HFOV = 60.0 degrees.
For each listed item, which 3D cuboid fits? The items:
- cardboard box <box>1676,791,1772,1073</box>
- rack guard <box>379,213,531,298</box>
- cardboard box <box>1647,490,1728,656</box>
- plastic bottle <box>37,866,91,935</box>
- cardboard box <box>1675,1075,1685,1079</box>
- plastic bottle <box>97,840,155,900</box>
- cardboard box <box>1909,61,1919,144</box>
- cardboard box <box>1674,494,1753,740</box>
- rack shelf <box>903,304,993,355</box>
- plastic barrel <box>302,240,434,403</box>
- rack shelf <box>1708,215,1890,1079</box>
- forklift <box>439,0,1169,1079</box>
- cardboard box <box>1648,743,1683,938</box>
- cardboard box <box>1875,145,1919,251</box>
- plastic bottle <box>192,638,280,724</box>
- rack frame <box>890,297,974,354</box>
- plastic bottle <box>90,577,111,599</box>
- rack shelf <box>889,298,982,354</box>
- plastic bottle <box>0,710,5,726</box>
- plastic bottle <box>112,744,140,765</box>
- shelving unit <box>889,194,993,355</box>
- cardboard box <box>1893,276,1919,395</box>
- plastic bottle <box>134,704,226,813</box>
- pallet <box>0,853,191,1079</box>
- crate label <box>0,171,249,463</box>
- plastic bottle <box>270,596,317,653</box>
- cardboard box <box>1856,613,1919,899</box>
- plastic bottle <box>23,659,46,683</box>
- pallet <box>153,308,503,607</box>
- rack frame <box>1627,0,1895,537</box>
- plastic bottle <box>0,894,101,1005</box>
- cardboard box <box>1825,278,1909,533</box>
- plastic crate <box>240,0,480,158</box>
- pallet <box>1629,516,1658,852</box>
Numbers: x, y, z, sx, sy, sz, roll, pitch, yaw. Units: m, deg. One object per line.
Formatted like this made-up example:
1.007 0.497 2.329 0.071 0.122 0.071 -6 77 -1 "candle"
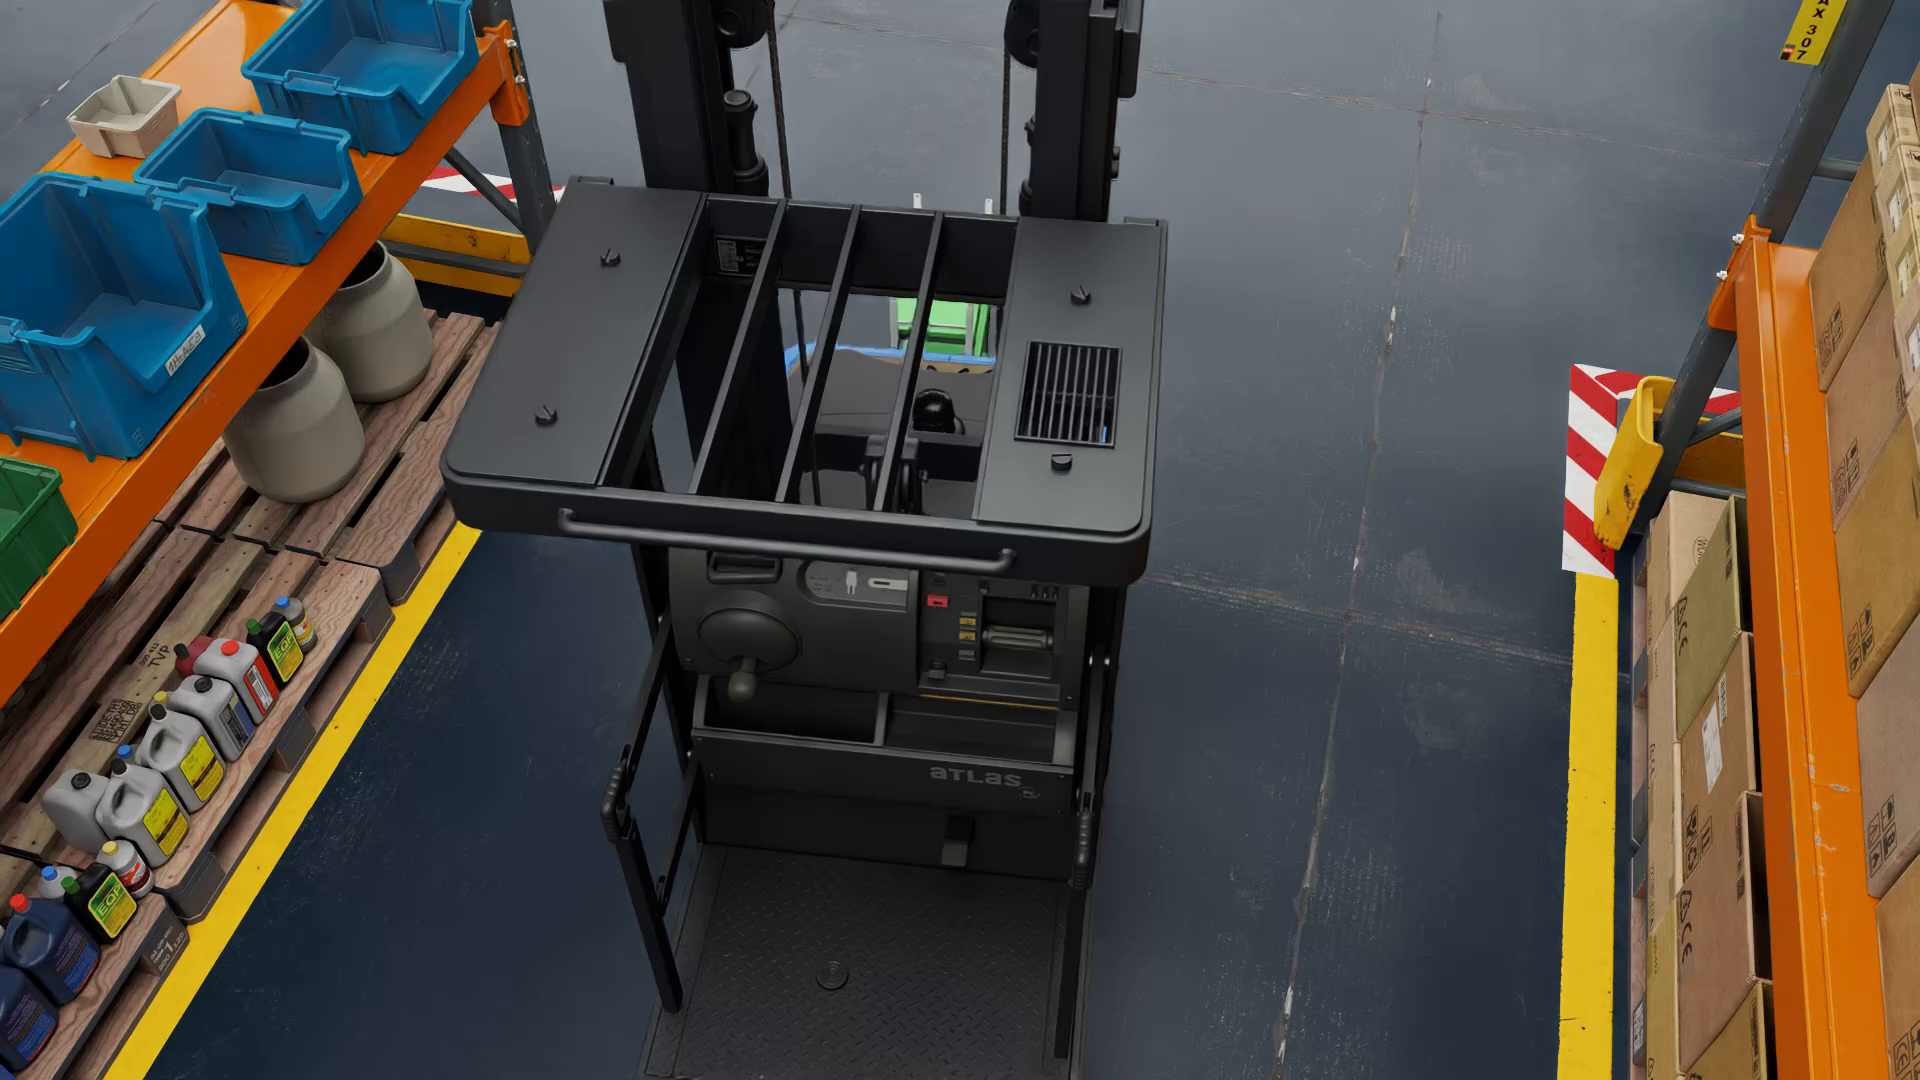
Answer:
2.035 0.986 3.933 0.500 0.500 0.500 12 50 10 "cardboard box"
-1.964 -1.054 6.347 1.175 0.500 0.348 12 50 10 "rack guard"
2.432 0.149 5.171 0.500 0.250 0.500 12 50 10 "cardboard box"
-2.378 0.953 4.435 0.097 0.271 0.097 0 49 0 "plastic bottle"
1.905 1.596 3.895 0.500 0.250 0.500 12 50 10 "cardboard box"
-2.283 0.889 4.537 0.097 0.201 0.097 0 49 0 "plastic bottle"
2.639 -1.054 3.748 0.700 0.500 0.500 12 50 10 "cardboard box"
2.302 0.263 4.571 0.500 0.500 0.500 12 50 10 "cardboard box"
-0.051 -0.580 5.227 0.258 0.148 0.480 5 49 5 "rack shelf"
-2.089 -0.770 5.808 0.421 0.512 0.421 0 49 0 "plastic barrel"
2.261 0.719 3.594 1.077 0.370 4.000 12 50 10 "rack shelf"
-0.206 0.294 3.536 1.130 2.935 3.031 5 49 5 "forklift"
2.172 0.873 4.532 0.500 0.250 0.500 12 50 10 "cardboard box"
2.410 -0.780 3.939 0.380 0.149 0.250 10 49 9 "cardboard box"
-2.143 0.402 4.918 0.152 0.276 0.135 12 50 10 "plastic bottle"
-0.081 -0.282 5.199 0.240 1.200 0.015 5 49 5 "rack frame"
-2.768 0.061 5.221 0.097 0.271 0.097 0 49 0 "plastic bottle"
-0.051 -0.739 5.047 0.258 0.148 0.480 5 49 5 "rack shelf"
-2.910 0.477 4.902 0.097 0.201 0.097 0 49 0 "plastic bottle"
-2.347 0.655 4.744 0.097 0.201 0.097 0 49 0 "plastic bottle"
-0.051 -0.464 5.359 0.258 1.200 0.503 5 49 5 "shelving unit"
2.274 -0.418 3.619 0.380 0.149 0.250 11 49 9 "cardboard box"
-2.219 0.598 4.695 0.144 0.351 0.185 13 50 12 "plastic bottle"
-2.826 1.393 4.380 1.003 0.211 1.213 12 50 10 "pallet"
-2.213 -0.573 4.231 0.502 0.435 0.616 12 50 10 "crate label"
-2.050 0.250 5.102 0.097 0.201 0.097 0 49 0 "plastic bottle"
2.248 0.457 3.279 0.700 0.500 0.500 13 50 11 "cardboard box"
-2.858 0.309 5.003 0.097 0.271 0.097 0 49 0 "plastic bottle"
-2.183 -0.372 5.938 1.003 0.211 1.213 12 50 10 "pallet"
2.788 -0.966 4.601 1.000 3.000 0.127 12 50 10 "rack frame"
-2.380 1.040 4.305 0.144 0.351 0.185 10 49 8 "plastic bottle"
2.519 -0.283 3.932 0.700 0.500 0.500 13 50 11 "cardboard box"
-1.833 -1.475 5.151 0.499 0.251 0.616 12 50 10 "plastic crate"
2.627 0.519 5.151 1.003 0.211 1.213 12 50 10 "pallet"
